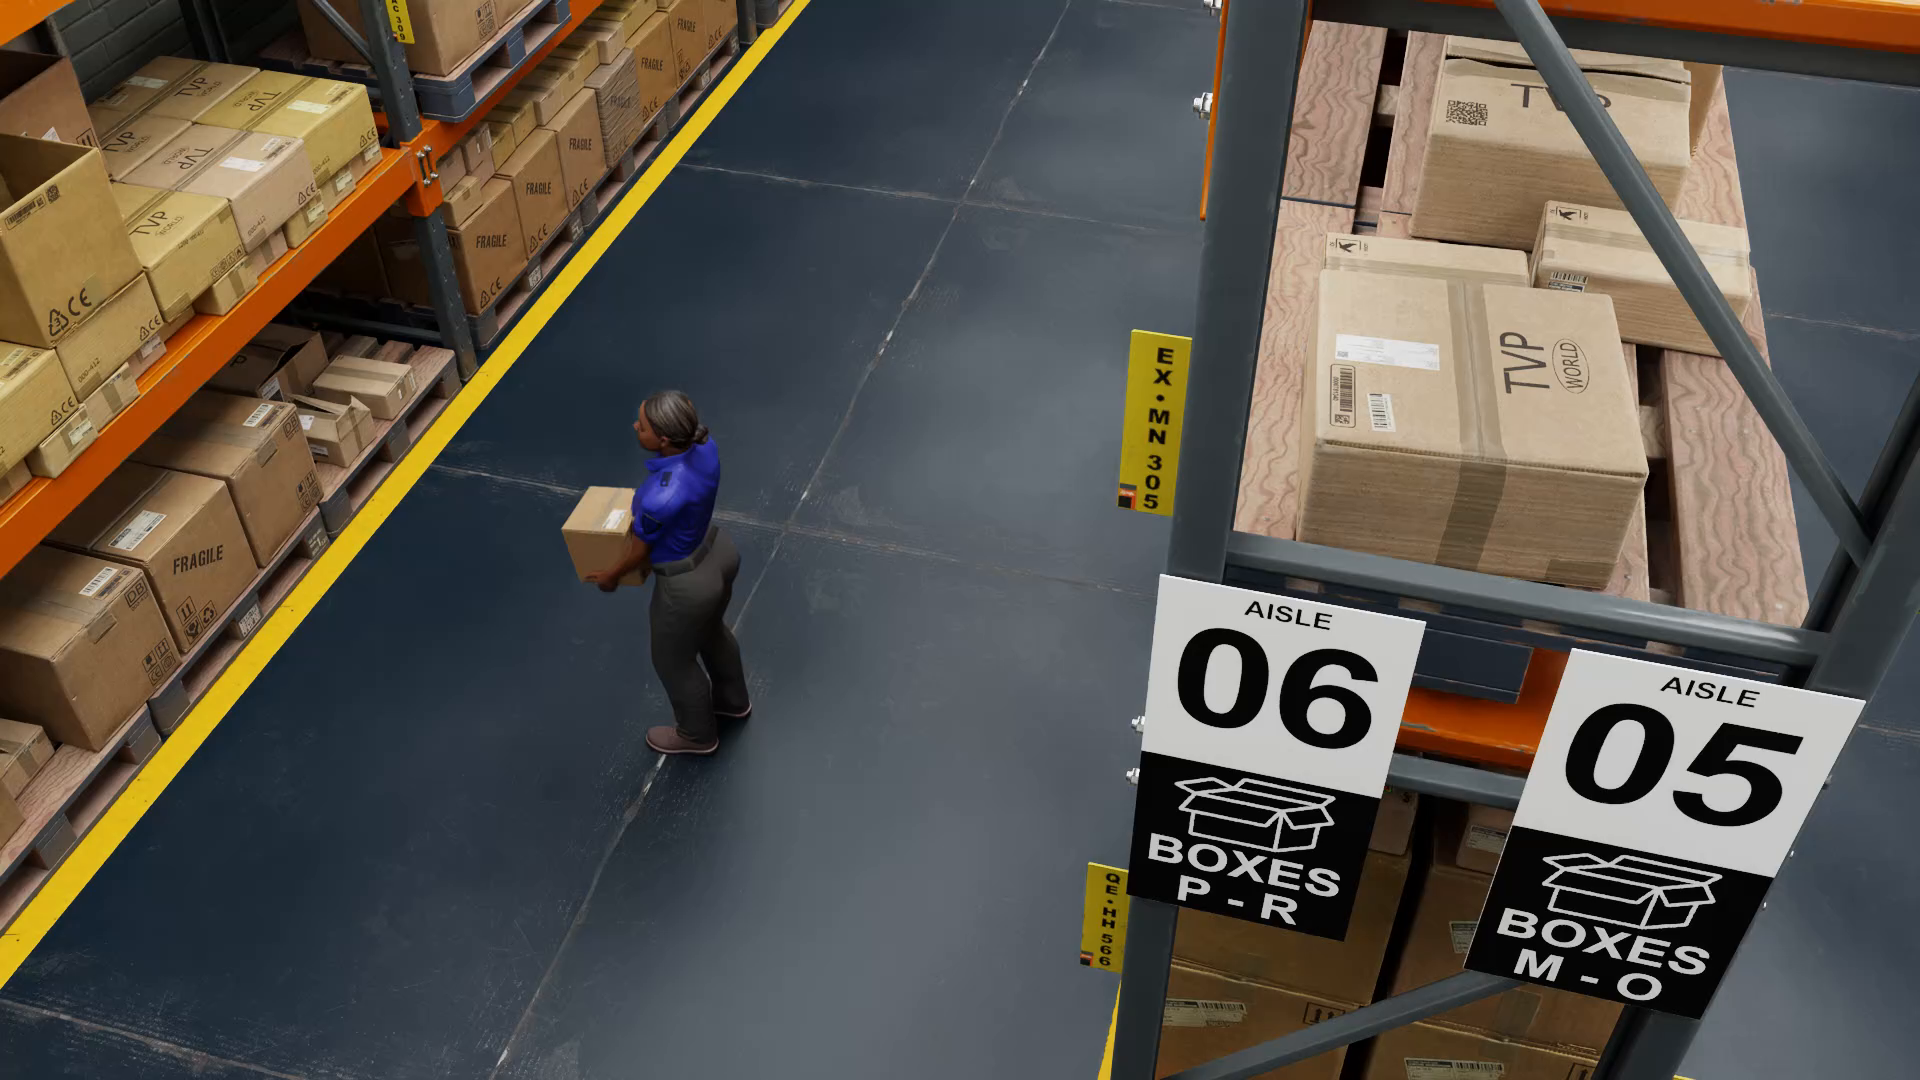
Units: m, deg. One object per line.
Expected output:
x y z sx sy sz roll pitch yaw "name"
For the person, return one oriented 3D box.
-1.070 0.123 6.030 0.505 1.656 0.423 10 42 11 "person"
